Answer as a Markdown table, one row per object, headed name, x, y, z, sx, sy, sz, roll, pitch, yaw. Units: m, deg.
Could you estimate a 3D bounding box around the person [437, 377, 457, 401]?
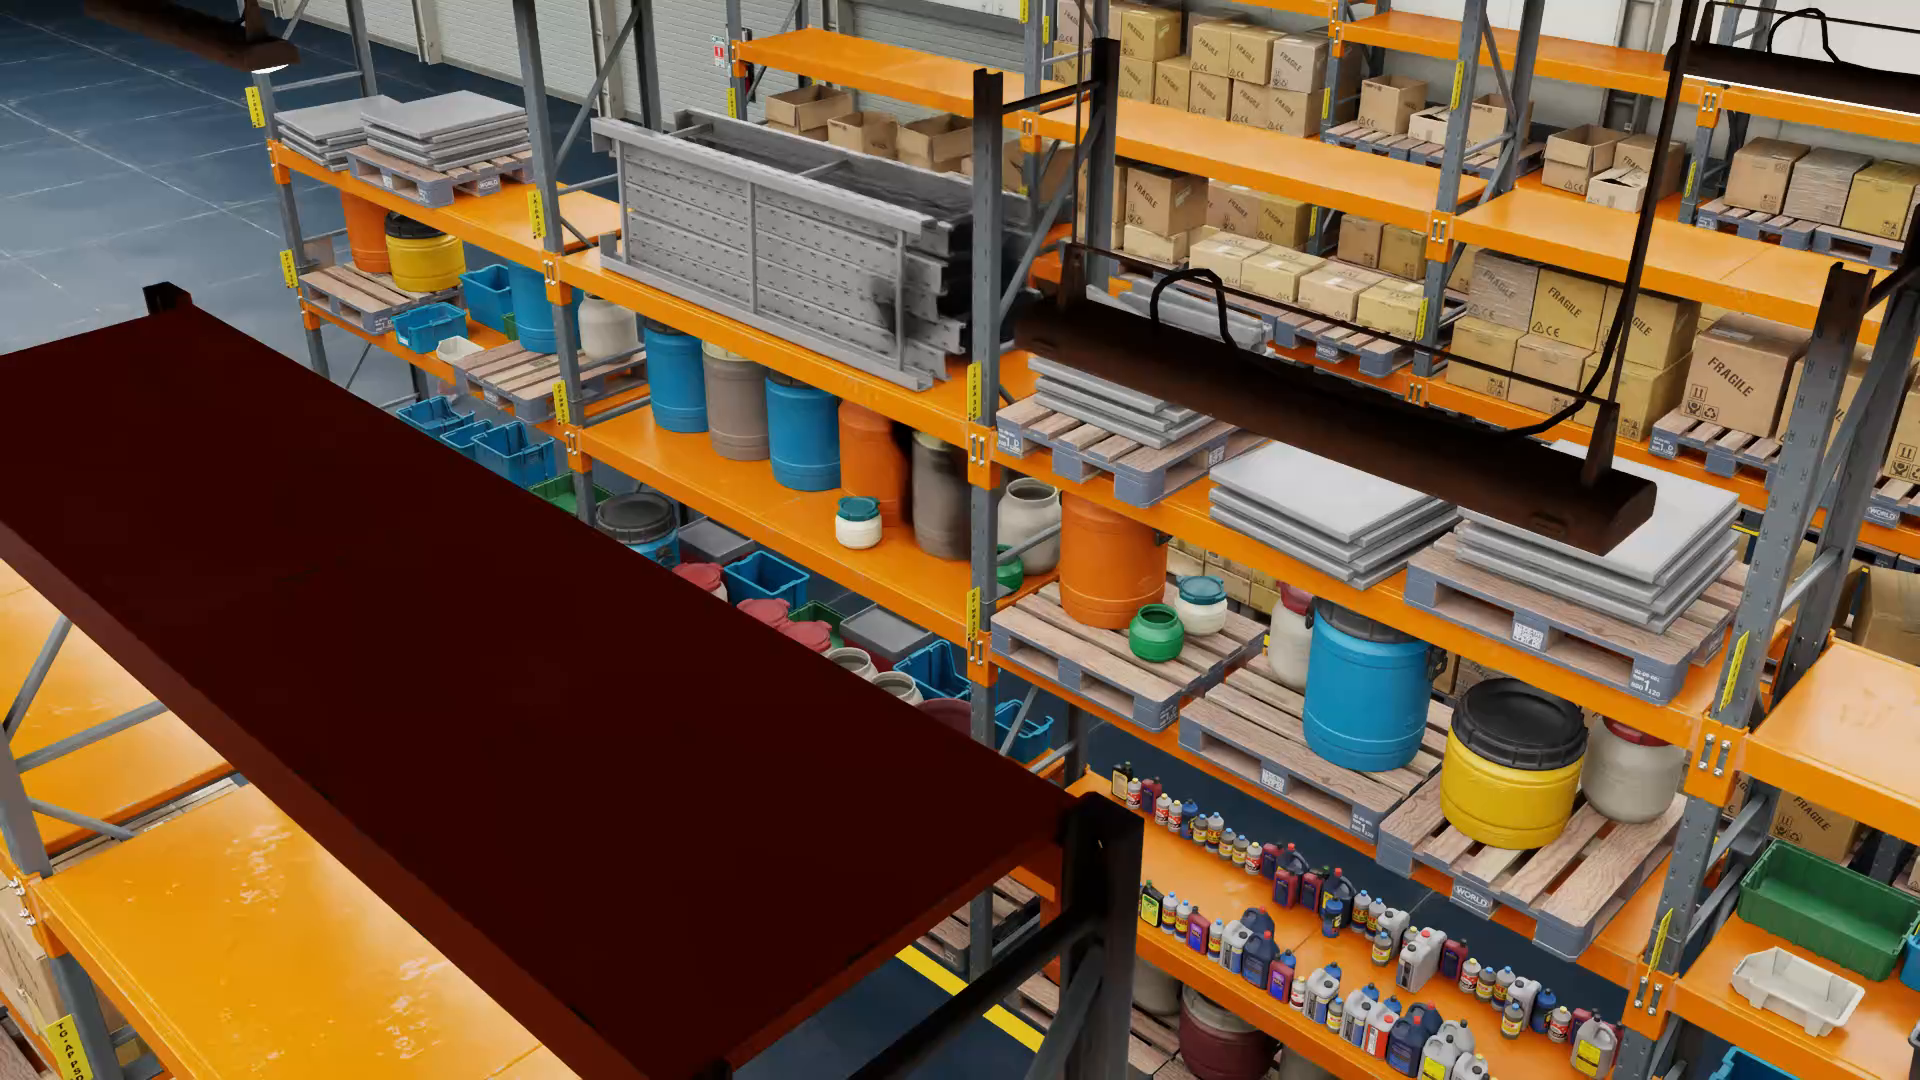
| name | x | y | z | sx | sy | sz | roll | pitch | yaw |
| --- | --- | --- | --- | --- | --- | --- | --- | --- | --- |
| person | -5.607 | -2.306 | 18.692 | 0.867 | 1.724 | 0.588 | -12 | 32 | -21 |
